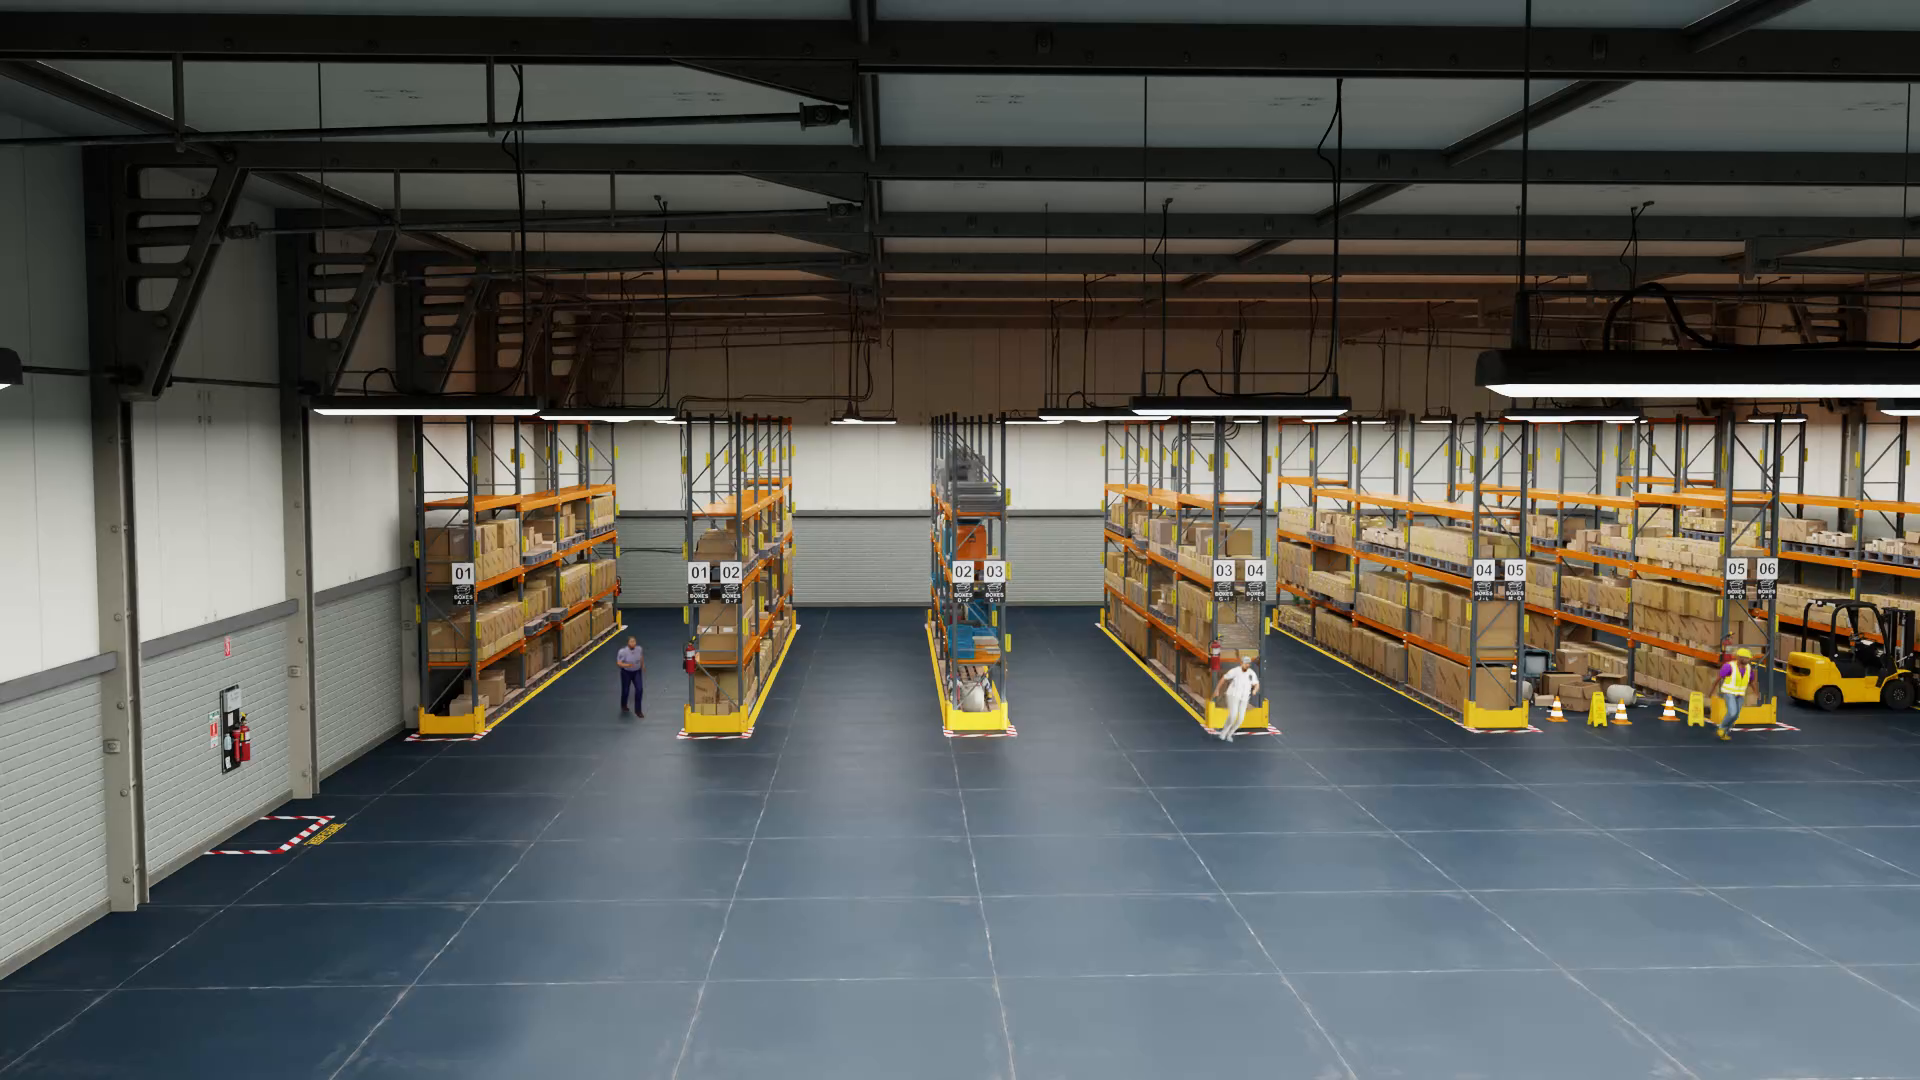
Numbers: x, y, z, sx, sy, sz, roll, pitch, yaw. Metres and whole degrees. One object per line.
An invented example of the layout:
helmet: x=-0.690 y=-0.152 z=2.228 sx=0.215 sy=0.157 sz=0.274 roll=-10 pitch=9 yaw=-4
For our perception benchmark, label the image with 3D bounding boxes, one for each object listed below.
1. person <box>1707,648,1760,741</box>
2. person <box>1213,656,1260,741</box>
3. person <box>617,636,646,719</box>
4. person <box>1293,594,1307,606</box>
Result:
person: x=14.077 y=2.805 z=30.205 sx=0.697 sy=1.718 sz=0.672 roll=-1 pitch=4 yaw=-15
person: x=5.090 y=2.905 z=30.277 sx=0.774 sy=1.591 sz=0.634 roll=-1 pitch=4 yaw=-19
person: x=-6.510 y=2.685 z=32.919 sx=0.602 sy=1.629 sz=0.947 roll=-2 pitch=4 yaw=-22
person: x=10.262 y=1.456 z=49.703 sx=0.765 sy=1.838 sz=0.634 roll=-3 pitch=5 yaw=-37
